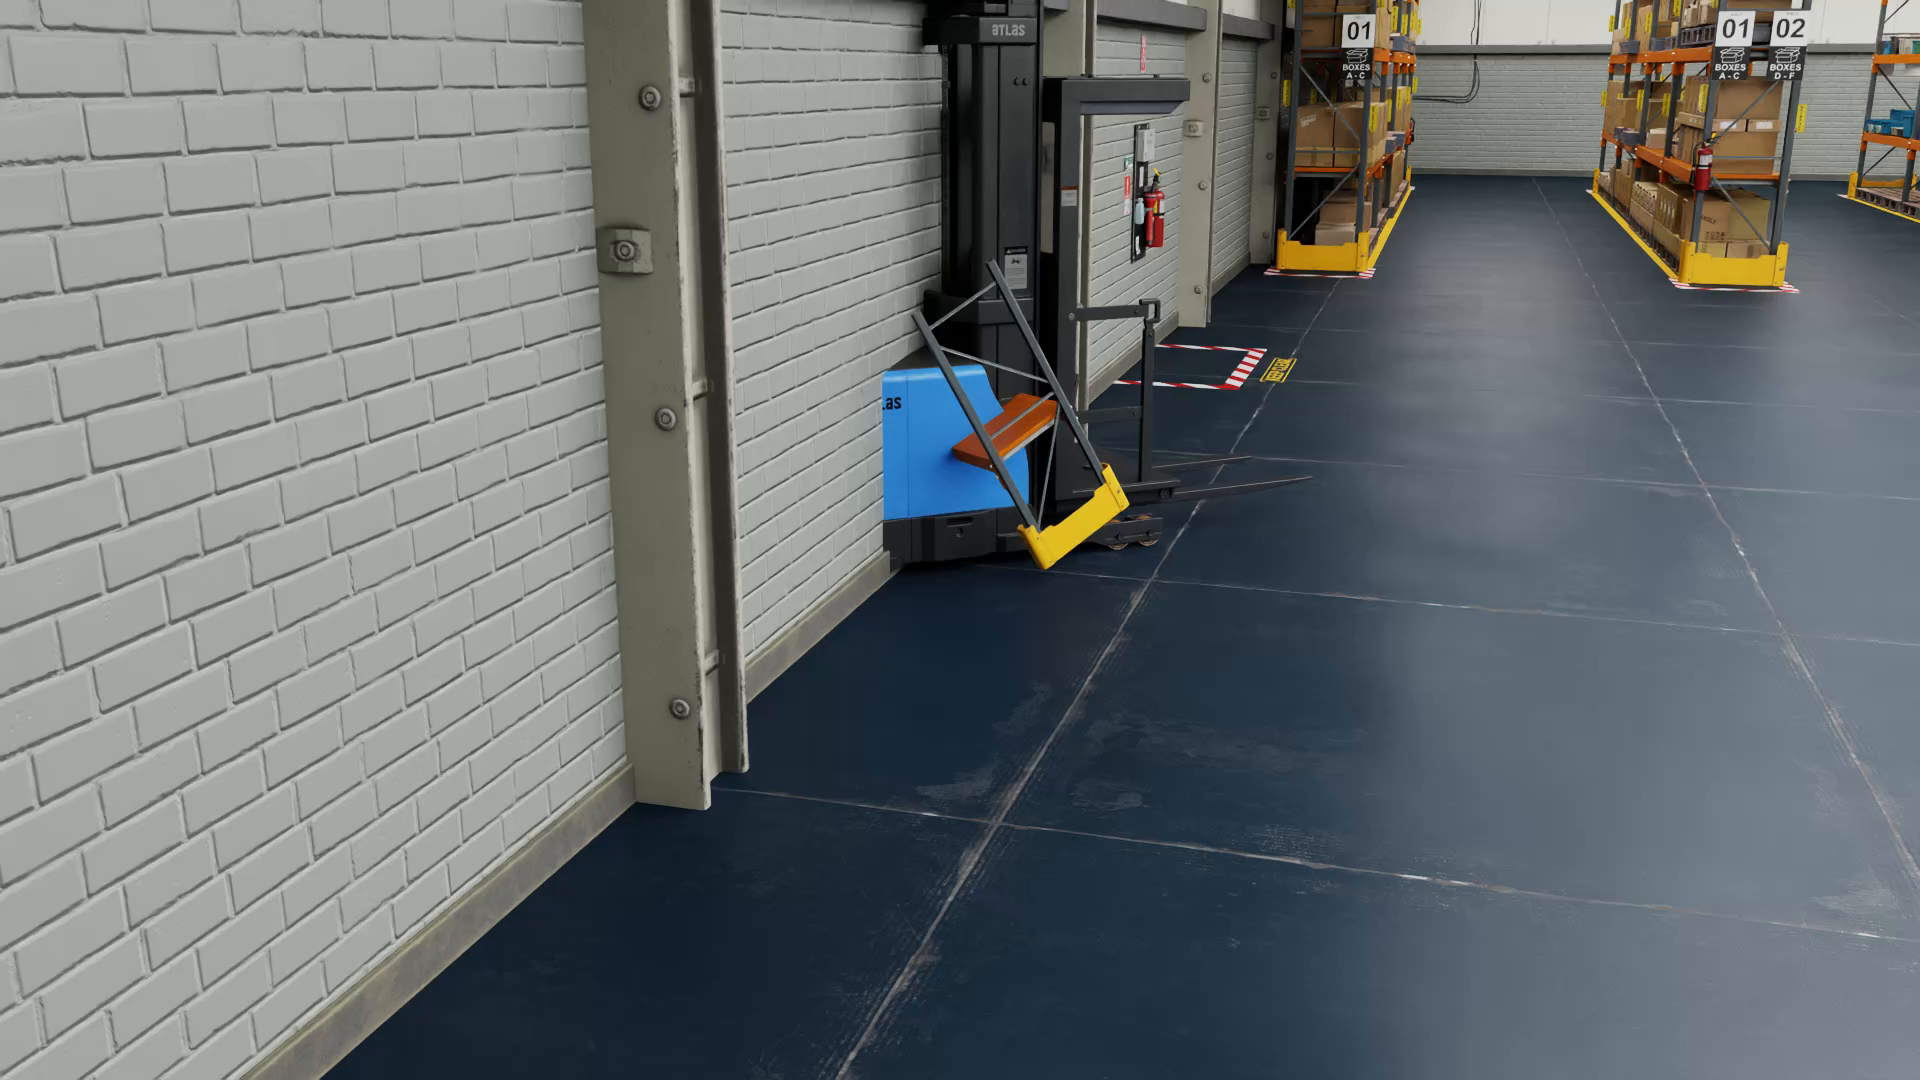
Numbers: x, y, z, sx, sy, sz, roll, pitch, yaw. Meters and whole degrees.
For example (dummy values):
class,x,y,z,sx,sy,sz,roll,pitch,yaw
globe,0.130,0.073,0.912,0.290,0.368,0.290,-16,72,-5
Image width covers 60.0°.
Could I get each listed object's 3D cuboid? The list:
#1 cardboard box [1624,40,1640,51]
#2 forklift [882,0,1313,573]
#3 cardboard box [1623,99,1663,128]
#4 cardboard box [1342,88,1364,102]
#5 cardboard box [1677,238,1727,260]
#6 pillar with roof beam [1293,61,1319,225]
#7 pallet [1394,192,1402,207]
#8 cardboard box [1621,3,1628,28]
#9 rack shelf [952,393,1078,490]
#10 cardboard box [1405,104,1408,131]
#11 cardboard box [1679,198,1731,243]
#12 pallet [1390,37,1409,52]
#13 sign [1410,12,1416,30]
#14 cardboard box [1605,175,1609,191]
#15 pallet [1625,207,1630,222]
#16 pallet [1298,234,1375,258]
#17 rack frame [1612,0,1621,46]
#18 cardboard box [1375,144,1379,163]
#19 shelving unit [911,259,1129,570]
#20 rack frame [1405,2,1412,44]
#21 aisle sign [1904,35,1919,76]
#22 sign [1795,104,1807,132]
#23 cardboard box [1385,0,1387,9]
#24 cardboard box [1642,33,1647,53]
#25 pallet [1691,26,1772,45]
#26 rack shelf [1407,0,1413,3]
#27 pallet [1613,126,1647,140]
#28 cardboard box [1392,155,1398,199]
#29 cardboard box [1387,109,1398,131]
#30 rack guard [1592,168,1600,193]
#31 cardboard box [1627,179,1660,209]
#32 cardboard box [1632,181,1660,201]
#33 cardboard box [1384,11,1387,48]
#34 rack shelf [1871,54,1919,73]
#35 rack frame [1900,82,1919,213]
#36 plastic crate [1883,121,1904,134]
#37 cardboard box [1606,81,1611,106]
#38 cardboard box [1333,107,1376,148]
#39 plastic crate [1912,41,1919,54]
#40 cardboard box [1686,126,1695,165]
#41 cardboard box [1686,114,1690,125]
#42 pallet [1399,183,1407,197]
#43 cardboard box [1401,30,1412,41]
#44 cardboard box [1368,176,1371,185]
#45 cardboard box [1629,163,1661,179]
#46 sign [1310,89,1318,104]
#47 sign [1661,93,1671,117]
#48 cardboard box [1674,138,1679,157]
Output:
class,x,y,z,sx,sy,sz,roll,pitch,yaw
cardboard box,12.789,-9.276,31.314,0.500,0.250,0.500,5,16,16
forklift,0.569,-1.480,9.175,3.031,2.935,1.130,-7,17,-23
cardboard box,12.422,-7.716,30.083,0.700,0.500,0.500,7,17,25
cardboard box,6.899,-7.794,29.173,0.500,0.250,0.500,5,17,17
cardboard box,9.365,-3.660,21.006,0.500,0.250,0.500,5,16,16
pillar with roof beam,9.947,-9.373,25.885,9.100,9.000,0.400,5,16,16
pallet,8.008,-6.591,32.181,1.003,0.211,1.213,5,16,16
cardboard box,13.689,-10.516,33.395,0.700,0.500,0.500,5,16,16
rack shelf,0.159,-0.570,8.739,0.538,0.185,1.000,-37,25,-15
cardboard box,8.538,-8.616,33.659,0.980,0.700,0.700,4,16,14
cardboard box,9.363,-4.021,20.905,0.500,0.500,0.500,5,16,16
pallet,6.451,-7.825,26.268,1.213,0.211,1.003,5,16,16
sign,8.678,-9.944,31.870,0.100,0.325,0.005,5,16,16
cardboard box,13.009,-7.043,32.783,0.500,0.311,0.500,5,16,16
pallet,12.017,-5.562,28.551,1.003,0.211,1.213,5,16,16
pallet,5.380,-4.207,23.776,1.003,0.211,1.213,5,16,16
rack frame,14.042,-11.690,34.053,1.000,3.000,0.127,5,16,16
cardboard box,5.473,-5.311,22.796,0.500,0.250,0.500,4,16,15
shelving unit,0.073,-0.714,8.672,0.587,1.500,1.083,-37,25,-15
rack frame,8.155,-11.027,31.714,1.000,3.000,0.127,5,16,16
aisle sign,19.092,-9.666,33.145,0.394,0.787,0.004,5,16,16
sign,10.026,-5.028,19.827,0.100,0.325,0.005,5,16,16
cardboard box,5.413,-7.327,22.115,0.500,0.500,0.500,5,17,17
cardboard box,12.006,-8.452,27.951,0.910,0.500,0.500,5,16,16
pallet,10.066,-6.522,21.490,1.003,0.211,1.213,5,16,16
rack shelf,7.587,-9.965,30.022,1.077,0.370,4.000,5,16,16
pallet,12.574,-7.464,30.501,1.003,0.211,1.213,5,16,16
cardboard box,7.608,-6.673,30.528,0.750,0.750,0.750,5,16,16
cardboard box,7.402,-7.402,29.164,0.500,0.500,0.500,5,17,18
rack guard,14.021,-7.581,35.142,1.175,0.500,0.348,5,16,16
cardboard box,11.810,-5.983,28.700,0.500,0.500,0.500,5,17,18
cardboard box,11.339,-5.746,27.331,0.500,0.311,0.500,5,17,18
cardboard box,5.542,-6.986,22.744,0.500,0.500,0.500,6,17,19
rack shelf,18.222,-8.992,31.358,1.077,0.370,4.000,5,16,16
rack frame,17.654,-7.372,29.824,1.000,3.000,0.127,5,16,16
plastic crate,17.945,-7.905,31.899,0.416,0.233,0.300,5,16,16
cardboard box,13.664,-9.237,34.384,0.500,0.500,0.500,5,17,18
cardboard box,5.169,-5.401,21.738,0.500,0.500,0.500,5,16,16
plastic crate,17.606,-8.998,30.365,0.416,0.233,0.300,5,16,16
cardboard box,10.222,-5.326,22.428,0.700,0.500,0.500,5,17,17
cardboard box,10.081,-5.702,22.563,0.380,0.149,0.250,4,16,14
pallet,8.791,-7.312,34.722,1.003,0.211,1.213,5,16,16
cardboard box,8.604,-9.922,32.638,0.500,0.250,0.500,5,16,16
cardboard box,6.500,-5.992,27.359,0.500,0.250,0.500,5,16,16
cardboard box,11.822,-6.359,28.651,0.500,0.250,0.500,5,17,18
sign,5.349,-6.647,25.144,0.100,0.325,0.005,5,16,16
sign,10.109,-6.223,23.795,0.100,0.325,0.005,5,16,16
cardboard box,10.730,-5.724,24.289,0.500,0.250,0.500,6,17,19
